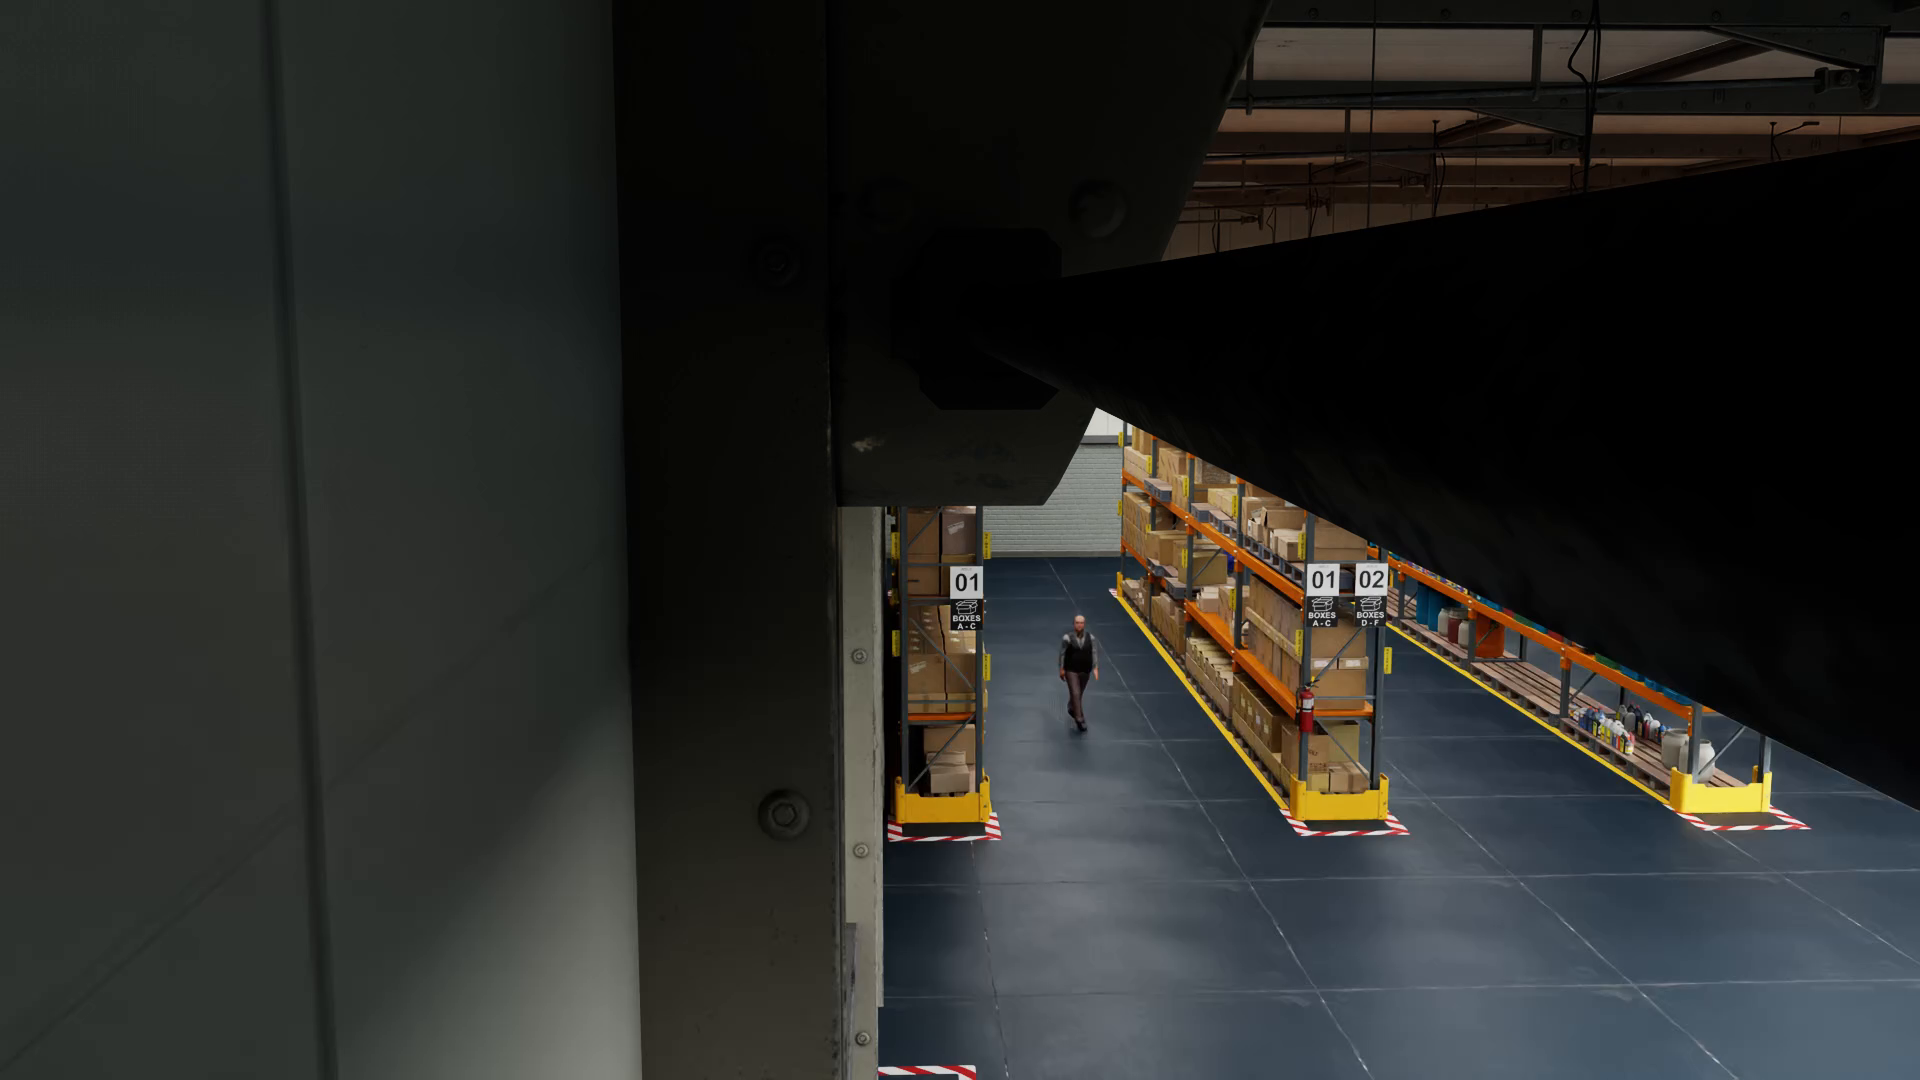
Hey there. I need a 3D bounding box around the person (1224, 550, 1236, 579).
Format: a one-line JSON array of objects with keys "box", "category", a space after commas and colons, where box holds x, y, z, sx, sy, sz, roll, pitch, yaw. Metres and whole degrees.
[{"box": [5.580, 0.711, 34.544, 0.613, 1.567, 0.734, 1, 8, 7], "category": "person"}]

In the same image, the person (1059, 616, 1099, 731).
[{"box": [1.805, 1.970, 25.081, 0.543, 1.654, 1.093, -3, 8, -18], "category": "person"}]
